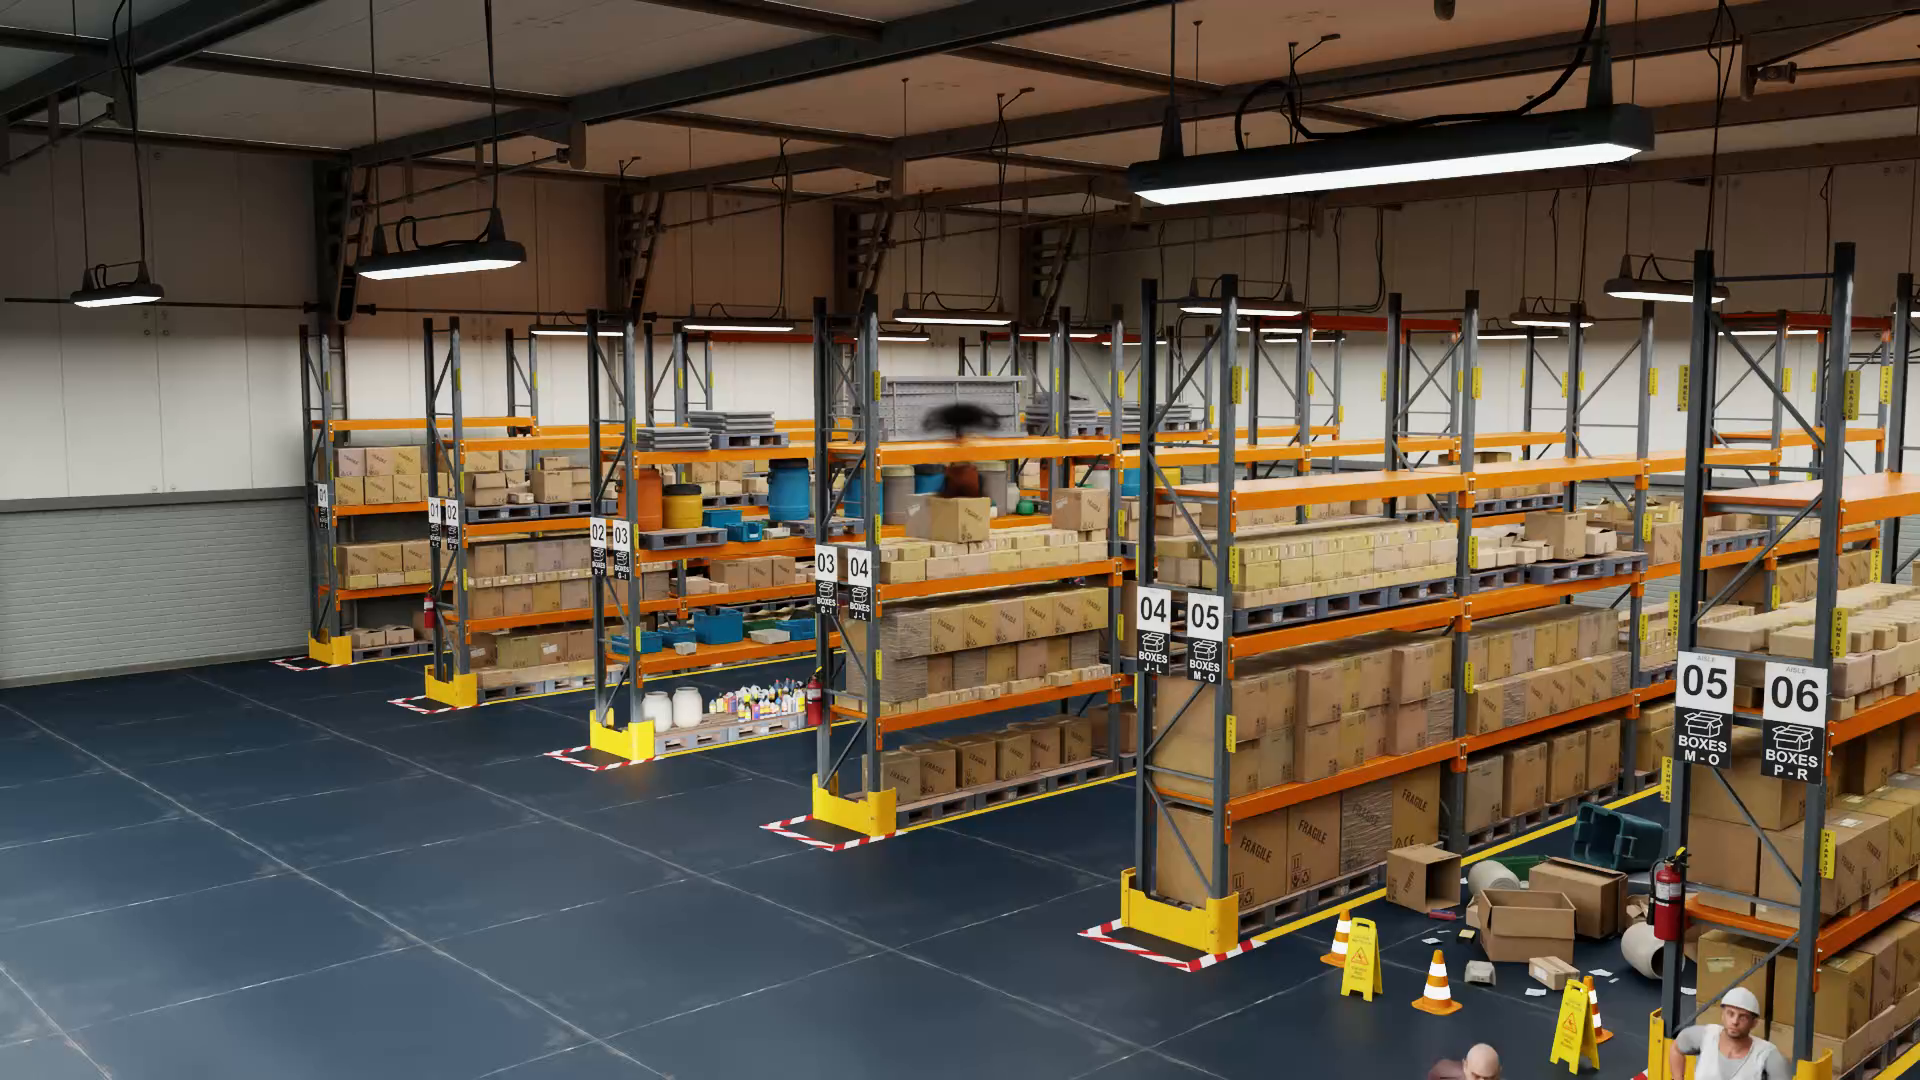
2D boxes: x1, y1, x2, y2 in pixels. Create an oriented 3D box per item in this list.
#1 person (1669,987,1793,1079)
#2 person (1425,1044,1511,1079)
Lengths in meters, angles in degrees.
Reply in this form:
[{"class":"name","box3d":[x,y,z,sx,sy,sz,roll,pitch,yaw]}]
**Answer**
[{"class":"person","box3d":[4.303,3.352,9.348,0.671,1.732,0.600,3,6,25]},{"class":"person","box3d":[2.960,3.440,9.261,0.708,1.629,1.117,3,7,28]}]
